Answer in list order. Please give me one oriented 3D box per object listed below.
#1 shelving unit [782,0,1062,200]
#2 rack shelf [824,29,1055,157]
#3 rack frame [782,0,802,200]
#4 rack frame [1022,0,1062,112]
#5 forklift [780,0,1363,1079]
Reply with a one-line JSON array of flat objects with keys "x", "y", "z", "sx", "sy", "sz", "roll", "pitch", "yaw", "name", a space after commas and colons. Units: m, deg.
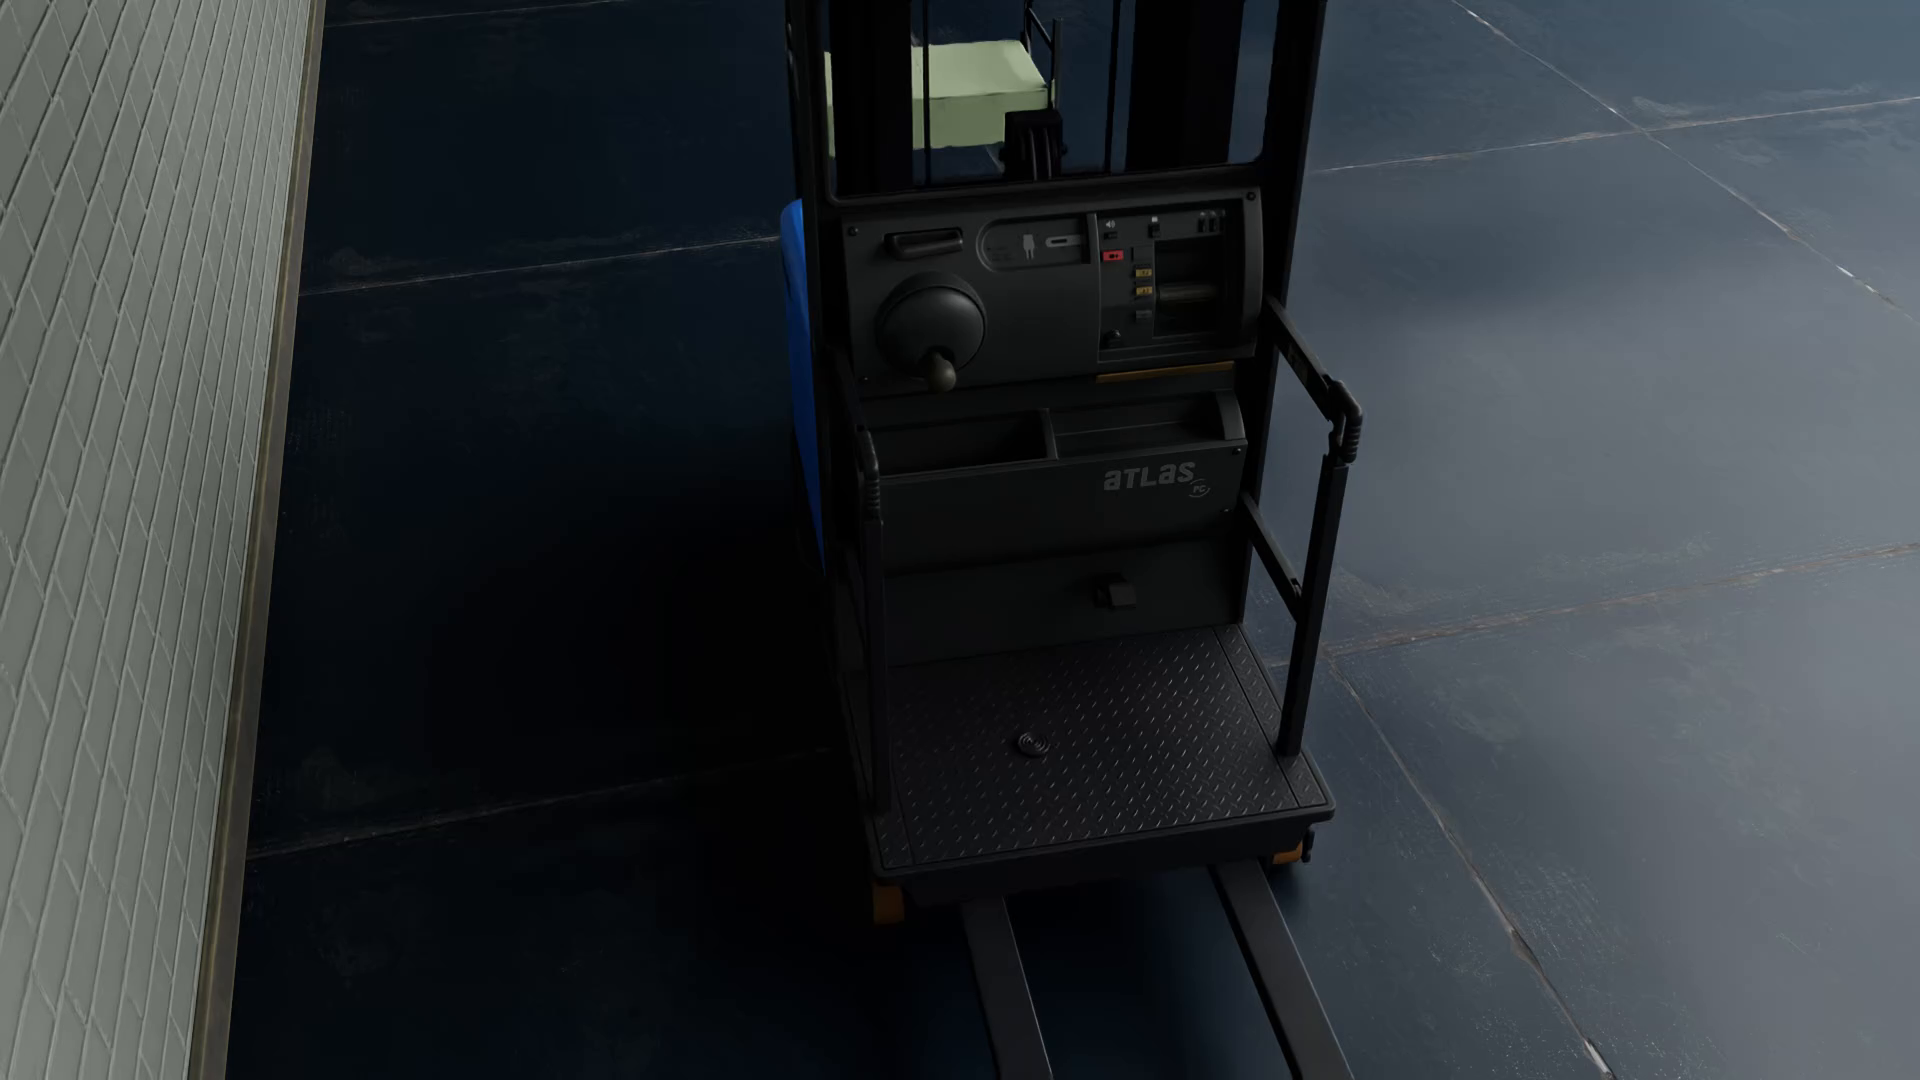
[{"x": -0.118, "y": -0.957, "z": 5.266, "sx": 0.755, "sy": 1.500, "sz": 0.431, "roll": -7, "pitch": 38, "yaw": -9, "name": "shelving unit"}, {"x": -0.118, "y": -1.266, "z": 5.029, "sx": 0.720, "sy": 0.370, "sz": 0.431, "roll": -7, "pitch": 38, "yaw": -9, "name": "rack shelf"}, {"x": -0.478, "y": -0.914, "z": 5.210, "sx": 0.023, "sy": 1.500, "sz": 0.400, "roll": -7, "pitch": 38, "yaw": -9, "name": "rack frame"}, {"x": 0.241, "y": -0.999, "z": 5.322, "sx": 0.023, "sy": 1.500, "sz": 0.400, "roll": -7, "pitch": 38, "yaw": -9, "name": "rack frame"}, {"x": 0.254, "y": -0.479, "z": 3.464, "sx": 1.130, "sy": 2.935, "sz": 3.031, "roll": -7, "pitch": 38, "yaw": -9, "name": "forklift"}]
